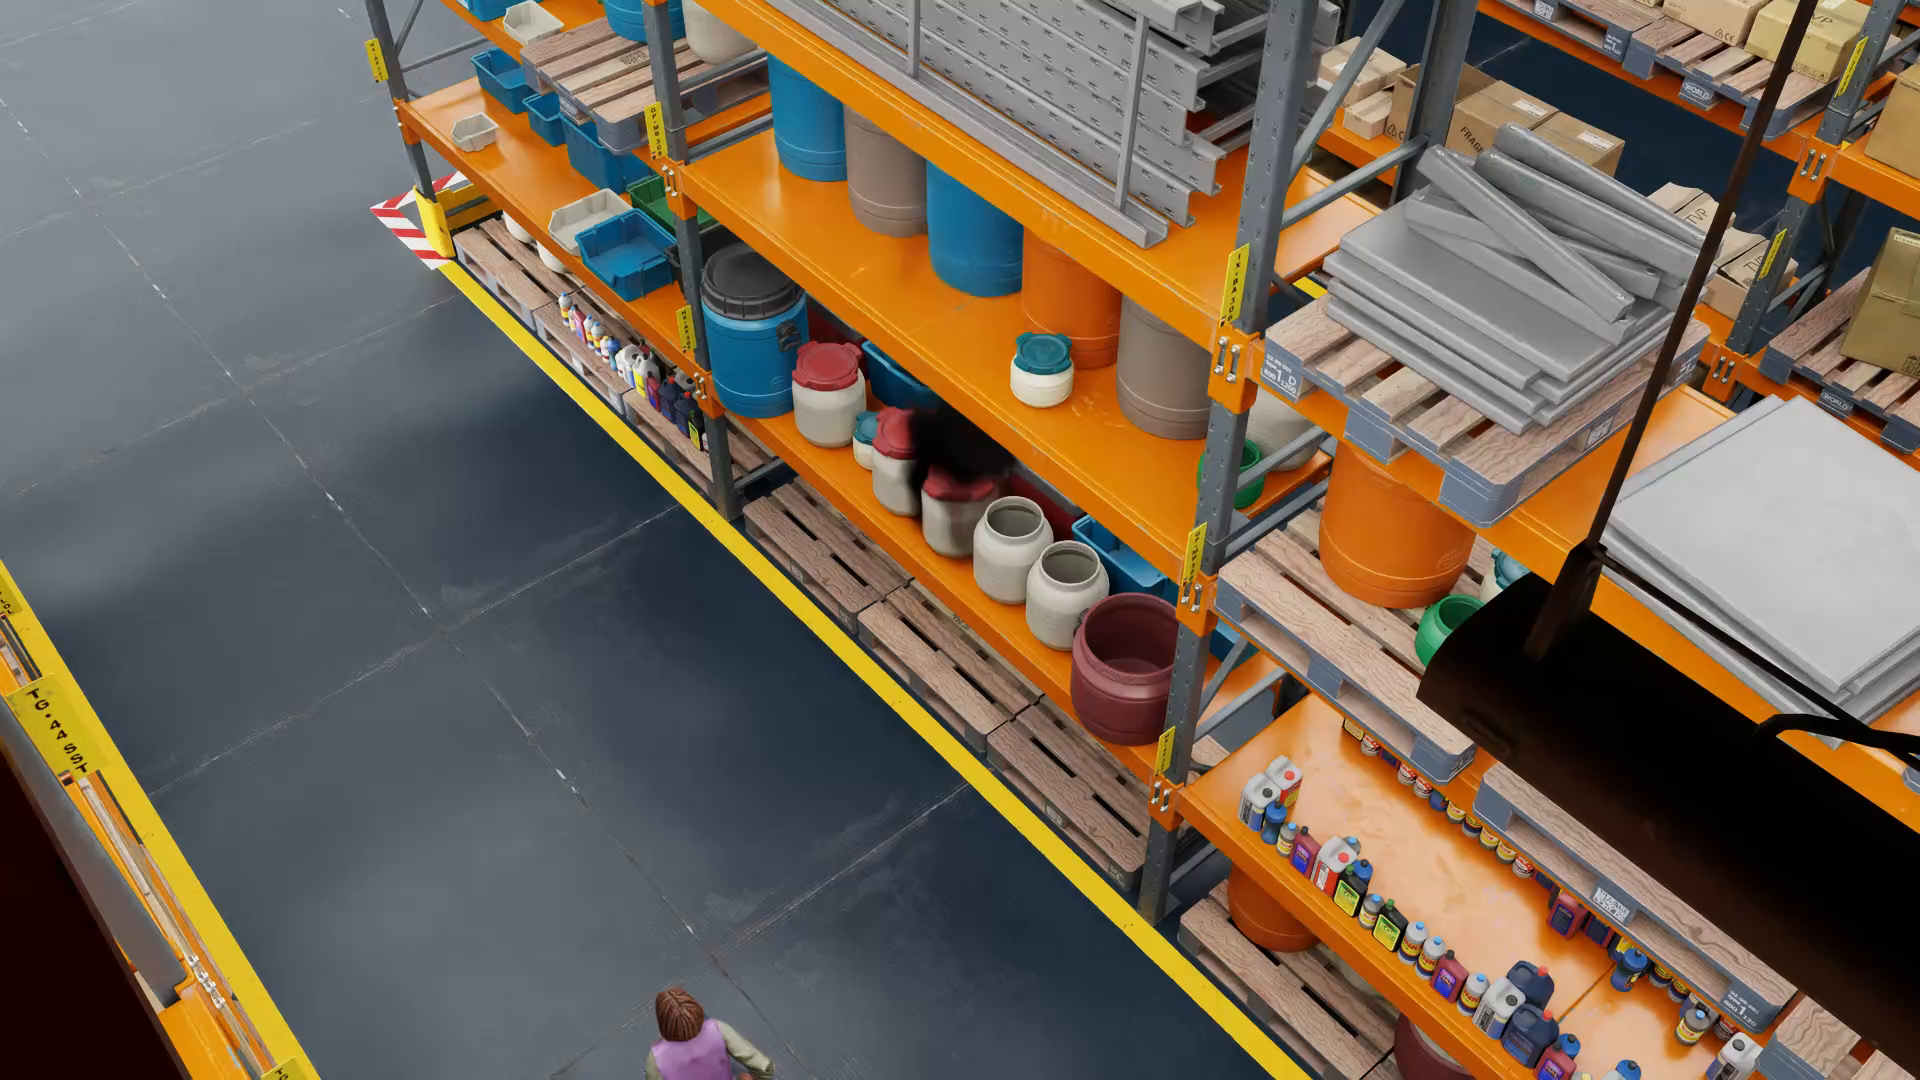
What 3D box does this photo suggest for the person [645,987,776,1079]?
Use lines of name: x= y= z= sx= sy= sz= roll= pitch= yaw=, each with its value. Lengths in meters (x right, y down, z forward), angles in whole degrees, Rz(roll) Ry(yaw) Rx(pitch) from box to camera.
person: x=-1.041 y=2.518 z=7.131 sx=0.541 sy=1.609 sz=0.917 roll=-31 pitch=54 yaw=-26
